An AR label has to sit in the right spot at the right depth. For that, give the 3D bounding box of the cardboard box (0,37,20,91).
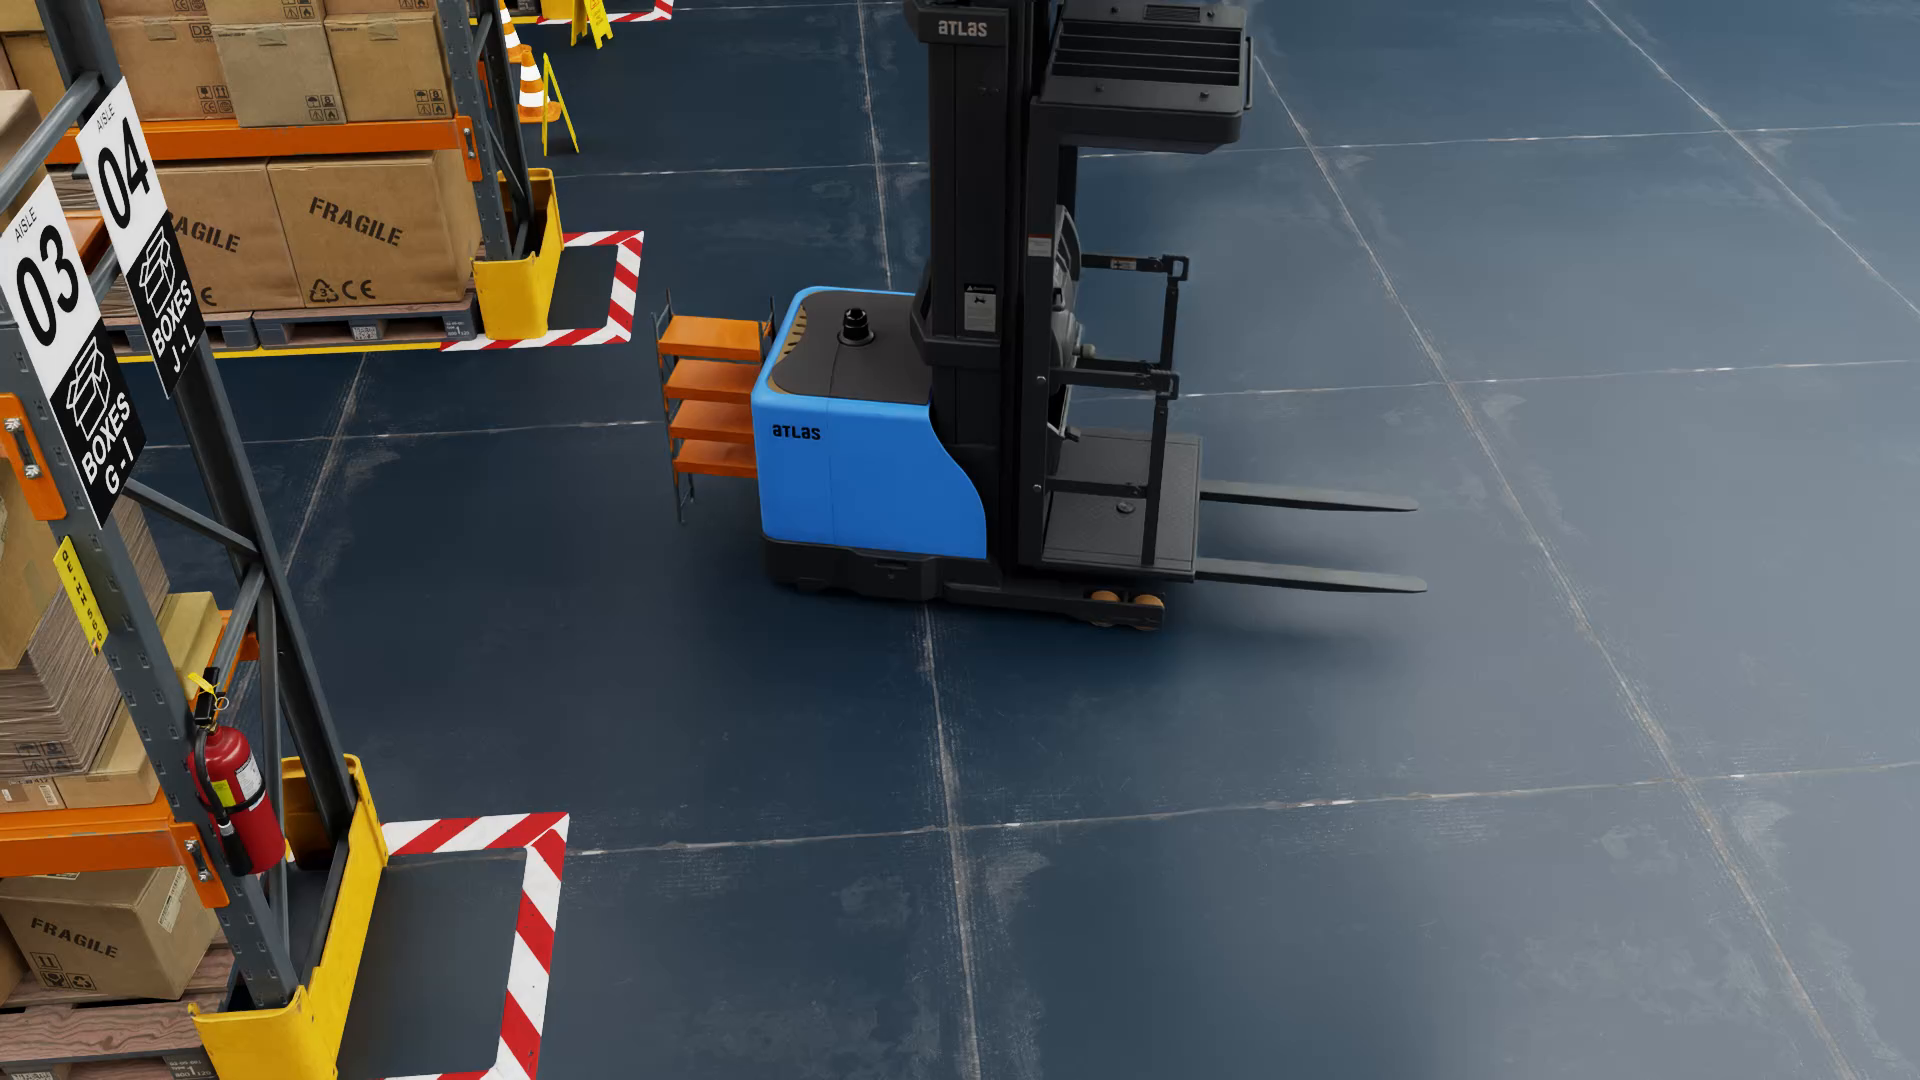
[{"bbox_3d":[-5.149,-2.552,8.764,0.550,0.550,0.875,-3,38,-4],"label":"cardboard box"}]

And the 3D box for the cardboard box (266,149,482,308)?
[{"bbox_3d":[-3.295,-1.937,9.481,0.875,0.875,0.875,-3,38,-4],"label":"cardboard box"}]

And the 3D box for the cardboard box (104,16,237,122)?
[{"bbox_3d":[-4.106,-2.698,8.948,0.550,0.550,0.875,-3,38,-4],"label":"cardboard box"}]

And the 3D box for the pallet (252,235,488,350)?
[{"bbox_3d":[-3.415,-1.497,9.799,1.213,0.211,1.003,-3,38,-4],"label":"pallet"}]

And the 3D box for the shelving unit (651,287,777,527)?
[{"bbox_3d":[-1.111,-0.587,7.847,0.503,1.200,0.258,5,39,7],"label":"shelving unit"}]

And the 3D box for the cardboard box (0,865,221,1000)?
[{"bbox_3d":[-2.910,1.222,5.780,0.500,0.500,0.500,4,38,4],"label":"cardboard box"}]

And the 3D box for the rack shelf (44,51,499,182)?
[{"bbox_3d":[-4.617,-2.292,9.136,4.000,0.370,1.077,-3,38,-4],"label":"rack shelf"}]

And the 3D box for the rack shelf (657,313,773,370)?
[{"bbox_3d":[-1.111,-0.895,7.604,0.480,0.148,0.258,5,39,7],"label":"rack shelf"}]

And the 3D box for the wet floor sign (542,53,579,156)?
[{"bbox_3d":[-2.772,-2.983,11.332,0.232,0.644,0.267,-9,39,-12],"label":"wet floor sign"}]

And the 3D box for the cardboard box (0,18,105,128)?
[{"bbox_3d":[-4.630,-2.643,8.879,0.500,0.550,0.875,-3,38,-4],"label":"cardboard box"}]

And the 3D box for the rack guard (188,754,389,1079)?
[{"bbox_3d":[-2.362,1.367,5.936,0.348,0.500,1.175,-3,38,-4],"label":"rack guard"}]

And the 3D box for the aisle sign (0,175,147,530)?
[{"bbox_3d":[-2.198,-0.457,4.131,0.004,0.787,0.394,-3,38,-4],"label":"aisle sign"}]

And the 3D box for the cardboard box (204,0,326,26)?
[{"bbox_3d":[-3.538,-3.083,8.565,0.550,0.550,0.875,-3,38,-4],"label":"cardboard box"}]

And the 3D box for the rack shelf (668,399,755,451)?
[{"bbox_3d":[-1.111,-0.534,7.889,0.480,0.148,0.258,5,39,7],"label":"rack shelf"}]

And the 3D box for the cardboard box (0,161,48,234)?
[{"bbox_3d":[-2.789,-0.870,4.453,0.500,0.250,0.500,-2,38,-3],"label":"cardboard box"}]

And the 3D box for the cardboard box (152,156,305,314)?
[{"bbox_3d":[-4.171,-1.887,9.419,0.875,0.875,0.875,-4,38,-5],"label":"cardboard box"}]

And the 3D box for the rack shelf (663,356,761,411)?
[{"bbox_3d":[-1.111,-0.710,7.750,0.480,0.148,0.258,5,39,7],"label":"rack shelf"}]

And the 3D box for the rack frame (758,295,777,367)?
[{"bbox_3d":[-0.870,-0.565,7.819,0.015,1.200,0.240,5,39,7],"label":"rack frame"}]

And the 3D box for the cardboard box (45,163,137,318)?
[{"bbox_3d":[-5.079,-1.838,9.357,0.875,0.875,0.875,-3,38,-4],"label":"cardboard box"}]

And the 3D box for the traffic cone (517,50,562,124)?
[{"bbox_3d":[-3.041,-3.251,11.819,0.334,0.463,0.336,-3,38,-4],"label":"traffic cone"}]

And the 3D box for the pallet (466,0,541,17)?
[{"bbox_3d":[-4.052,-4.611,13.746,1.213,0.211,1.003,-3,38,-4],"label":"pallet"}]

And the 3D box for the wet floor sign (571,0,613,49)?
[{"bbox_3d":[-2.880,-4.159,12.822,0.232,0.644,0.267,9,39,12],"label":"wet floor sign"}]

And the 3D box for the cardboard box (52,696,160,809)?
[{"bbox_3d":[-2.552,0.623,5.063,0.250,0.149,0.380,-3,38,-4],"label":"cardboard box"}]

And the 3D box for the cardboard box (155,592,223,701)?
[{"bbox_3d":[-2.592,0.349,5.411,0.250,0.149,0.380,-3,38,-4],"label":"cardboard box"}]

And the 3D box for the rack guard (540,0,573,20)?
[{"bbox_3d":[-3.240,-4.747,13.685,0.348,0.500,1.175,-3,38,-4],"label":"rack guard"}]

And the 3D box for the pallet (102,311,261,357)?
[{"bbox_3d":[-4.627,-1.432,9.717,1.213,0.211,1.003,-3,38,-4],"label":"pallet"}]

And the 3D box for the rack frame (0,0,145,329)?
[{"bbox_3d":[-2.287,-1.973,3.308,0.127,3.000,1.000,-3,38,-4],"label":"rack frame"}]

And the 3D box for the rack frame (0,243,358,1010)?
[{"bbox_3d":[-2.287,0.382,5.167,0.127,3.000,1.000,-3,38,-4],"label":"rack frame"}]

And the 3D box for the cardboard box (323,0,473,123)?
[{"bbox_3d":[-2.991,-2.695,8.944,0.550,0.550,0.875,-3,38,-4],"label":"cardboard box"}]

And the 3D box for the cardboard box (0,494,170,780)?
[{"bbox_3d":[-2.837,0.239,5.027,0.500,0.500,0.875,-3,38,-4],"label":"cardboard box"}]

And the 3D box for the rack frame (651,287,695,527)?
[{"bbox_3d":[-1.353,-0.609,7.875,0.015,1.200,0.240,5,39,7],"label":"rack frame"}]

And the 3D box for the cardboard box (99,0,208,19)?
[{"bbox_3d":[-4.108,-3.136,8.633,0.550,0.550,0.875,-3,38,-4],"label":"cardboard box"}]

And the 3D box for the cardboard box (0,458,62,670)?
[{"bbox_3d":[-2.813,0.016,4.502,0.500,0.500,0.500,-3,38,-4],"label":"cardboard box"}]

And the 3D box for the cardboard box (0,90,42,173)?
[{"bbox_3d":[-2.581,-1.021,4.322,0.250,0.149,0.380,-3,38,-4],"label":"cardboard box"}]

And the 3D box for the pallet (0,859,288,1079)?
[{"bbox_3d":[-3.175,1.503,5.996,1.213,0.211,1.003,-3,38,-4],"label":"pallet"}]

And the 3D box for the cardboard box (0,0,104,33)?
[{"bbox_3d":[-4.624,-3.027,8.494,0.500,0.550,0.875,-3,38,-4],"label":"cardboard box"}]

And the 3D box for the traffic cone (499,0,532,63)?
[{"bbox_3d":[-3.478,-3.917,12.663,0.334,0.463,0.336,-3,38,-4],"label":"traffic cone"}]

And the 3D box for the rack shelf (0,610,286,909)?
[{"bbox_3d":[-4.279,0.774,5.250,4.000,0.370,1.077,-3,38,-4],"label":"rack shelf"}]

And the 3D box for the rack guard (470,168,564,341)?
[{"bbox_3d":[-2.601,-1.704,9.828,0.348,0.500,1.175,-3,38,-4],"label":"rack guard"}]

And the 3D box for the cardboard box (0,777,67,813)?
[{"bbox_3d":[-2.801,0.637,5.046,0.250,0.149,0.380,-3,38,-4],"label":"cardboard box"}]

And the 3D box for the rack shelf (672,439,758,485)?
[{"bbox_3d":[-1.111,-0.378,8.012,0.480,0.148,0.258,5,39,7],"label":"rack shelf"}]

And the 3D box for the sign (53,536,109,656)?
[{"bbox_3d":[-2.257,0.147,4.275,0.005,0.325,0.100,-3,38,-4],"label":"sign"}]

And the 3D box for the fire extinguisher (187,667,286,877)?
[{"bbox_3d":[-2.132,0.690,4.838,0.183,0.674,0.296,-3,38,-4],"label":"fire extinguisher"}]

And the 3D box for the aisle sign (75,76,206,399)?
[{"bbox_3d":[-2.251,-0.827,4.600,0.004,0.787,0.394,-3,38,-4],"label":"aisle sign"}]

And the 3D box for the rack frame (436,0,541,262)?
[{"bbox_3d":[-2.625,-2.684,9.052,0.127,3.000,1.000,-3,38,-4],"label":"rack frame"}]

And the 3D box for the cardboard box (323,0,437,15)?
[{"bbox_3d":[-2.998,-3.170,8.676,0.550,0.550,0.875,-3,38,-4],"label":"cardboard box"}]

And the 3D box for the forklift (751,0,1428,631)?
[{"bbox_3d":[0.640,-1.092,7.090,3.031,2.935,1.130,5,39,7],"label":"forklift"}]

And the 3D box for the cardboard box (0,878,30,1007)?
[{"bbox_3d":[-3.502,1.276,5.712,0.500,0.500,0.500,6,39,8],"label":"cardboard box"}]

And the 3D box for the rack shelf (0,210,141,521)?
[{"bbox_3d":[-4.279,-0.404,4.321,4.000,0.370,1.077,-3,38,-4],"label":"rack shelf"}]

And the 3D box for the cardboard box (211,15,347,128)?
[{"bbox_3d":[-3.537,-2.651,8.889,0.550,0.550,0.875,-3,38,-4],"label":"cardboard box"}]
